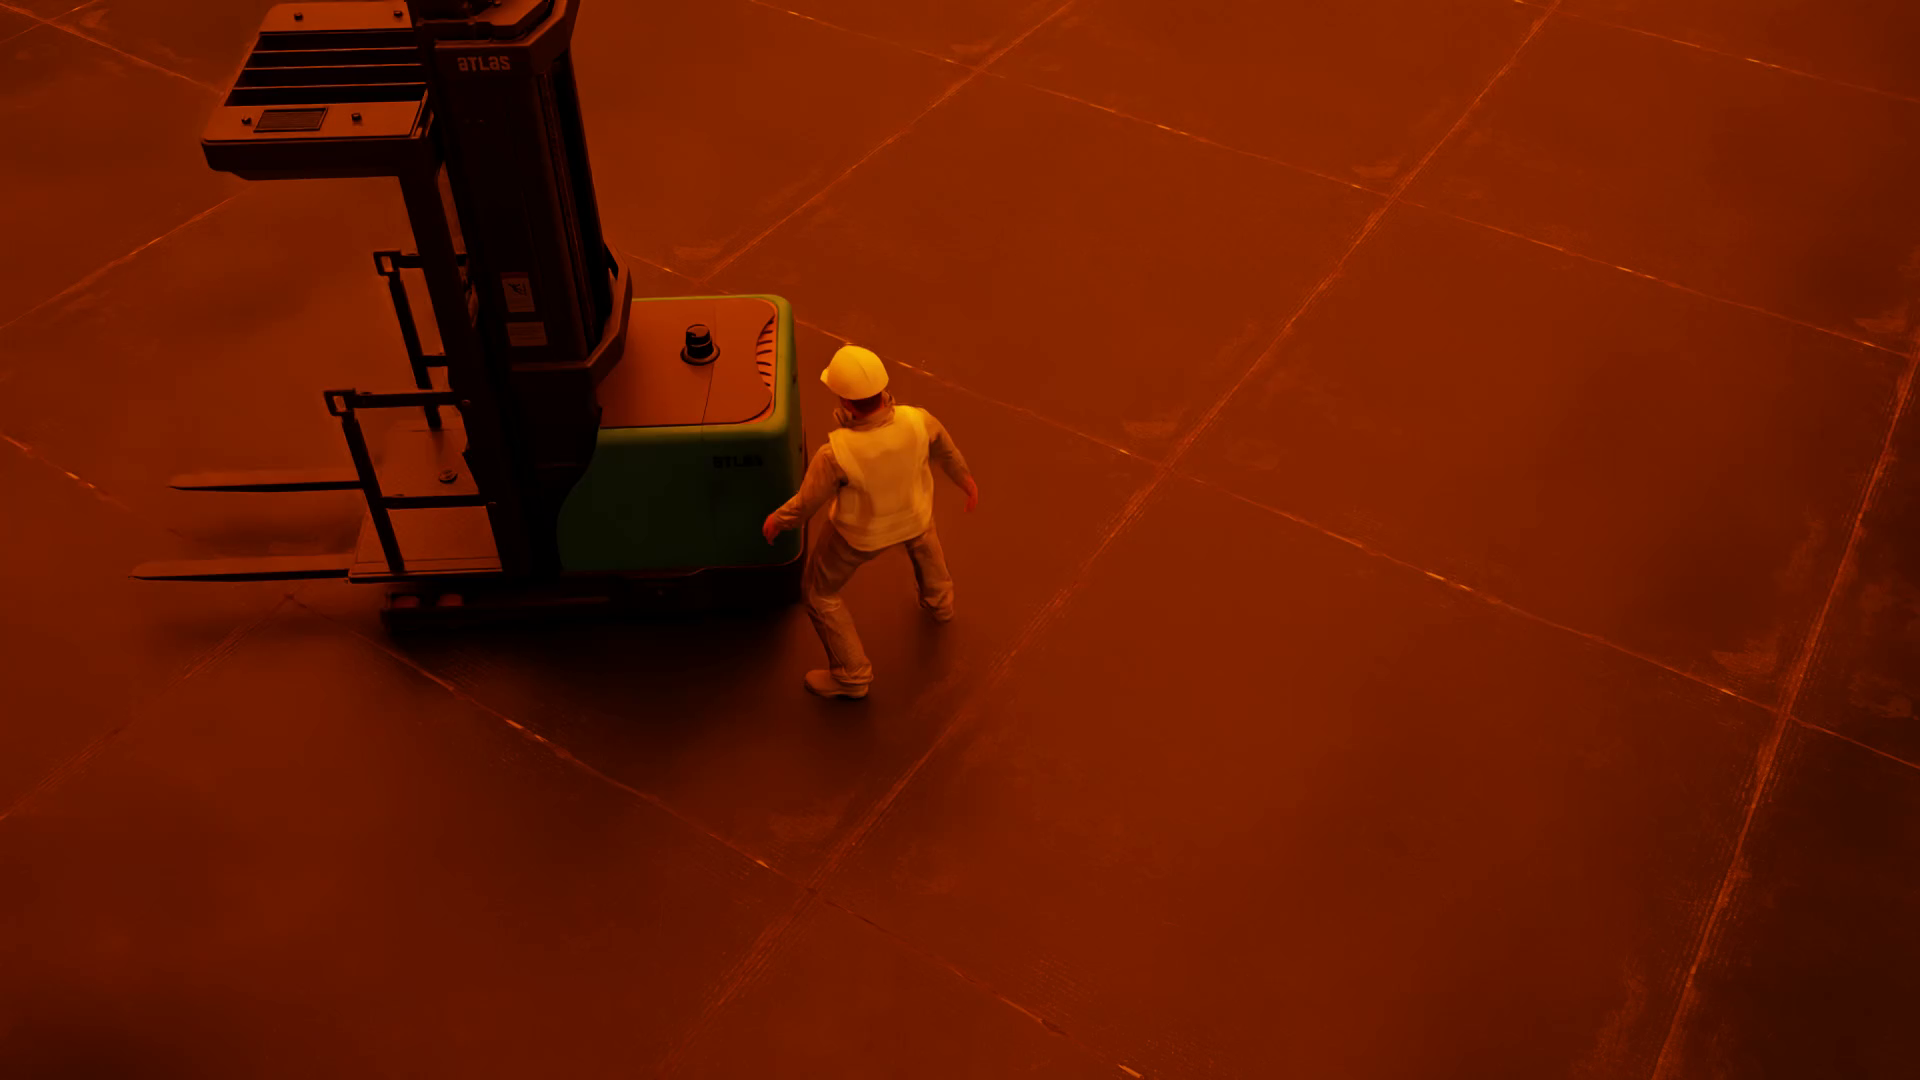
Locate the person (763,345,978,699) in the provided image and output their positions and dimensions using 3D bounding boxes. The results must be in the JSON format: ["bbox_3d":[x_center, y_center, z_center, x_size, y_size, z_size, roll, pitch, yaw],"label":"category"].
[{"bbox_3d":[-0.360,-0.149,6.941,0.916,1.671,0.594,-17,46,-17],"label":"person"}]

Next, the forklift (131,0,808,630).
[{"bbox_3d":[-2.243,-1.029,6.934,3.031,2.935,1.130,-2,44,-2],"label":"forklift"}]
